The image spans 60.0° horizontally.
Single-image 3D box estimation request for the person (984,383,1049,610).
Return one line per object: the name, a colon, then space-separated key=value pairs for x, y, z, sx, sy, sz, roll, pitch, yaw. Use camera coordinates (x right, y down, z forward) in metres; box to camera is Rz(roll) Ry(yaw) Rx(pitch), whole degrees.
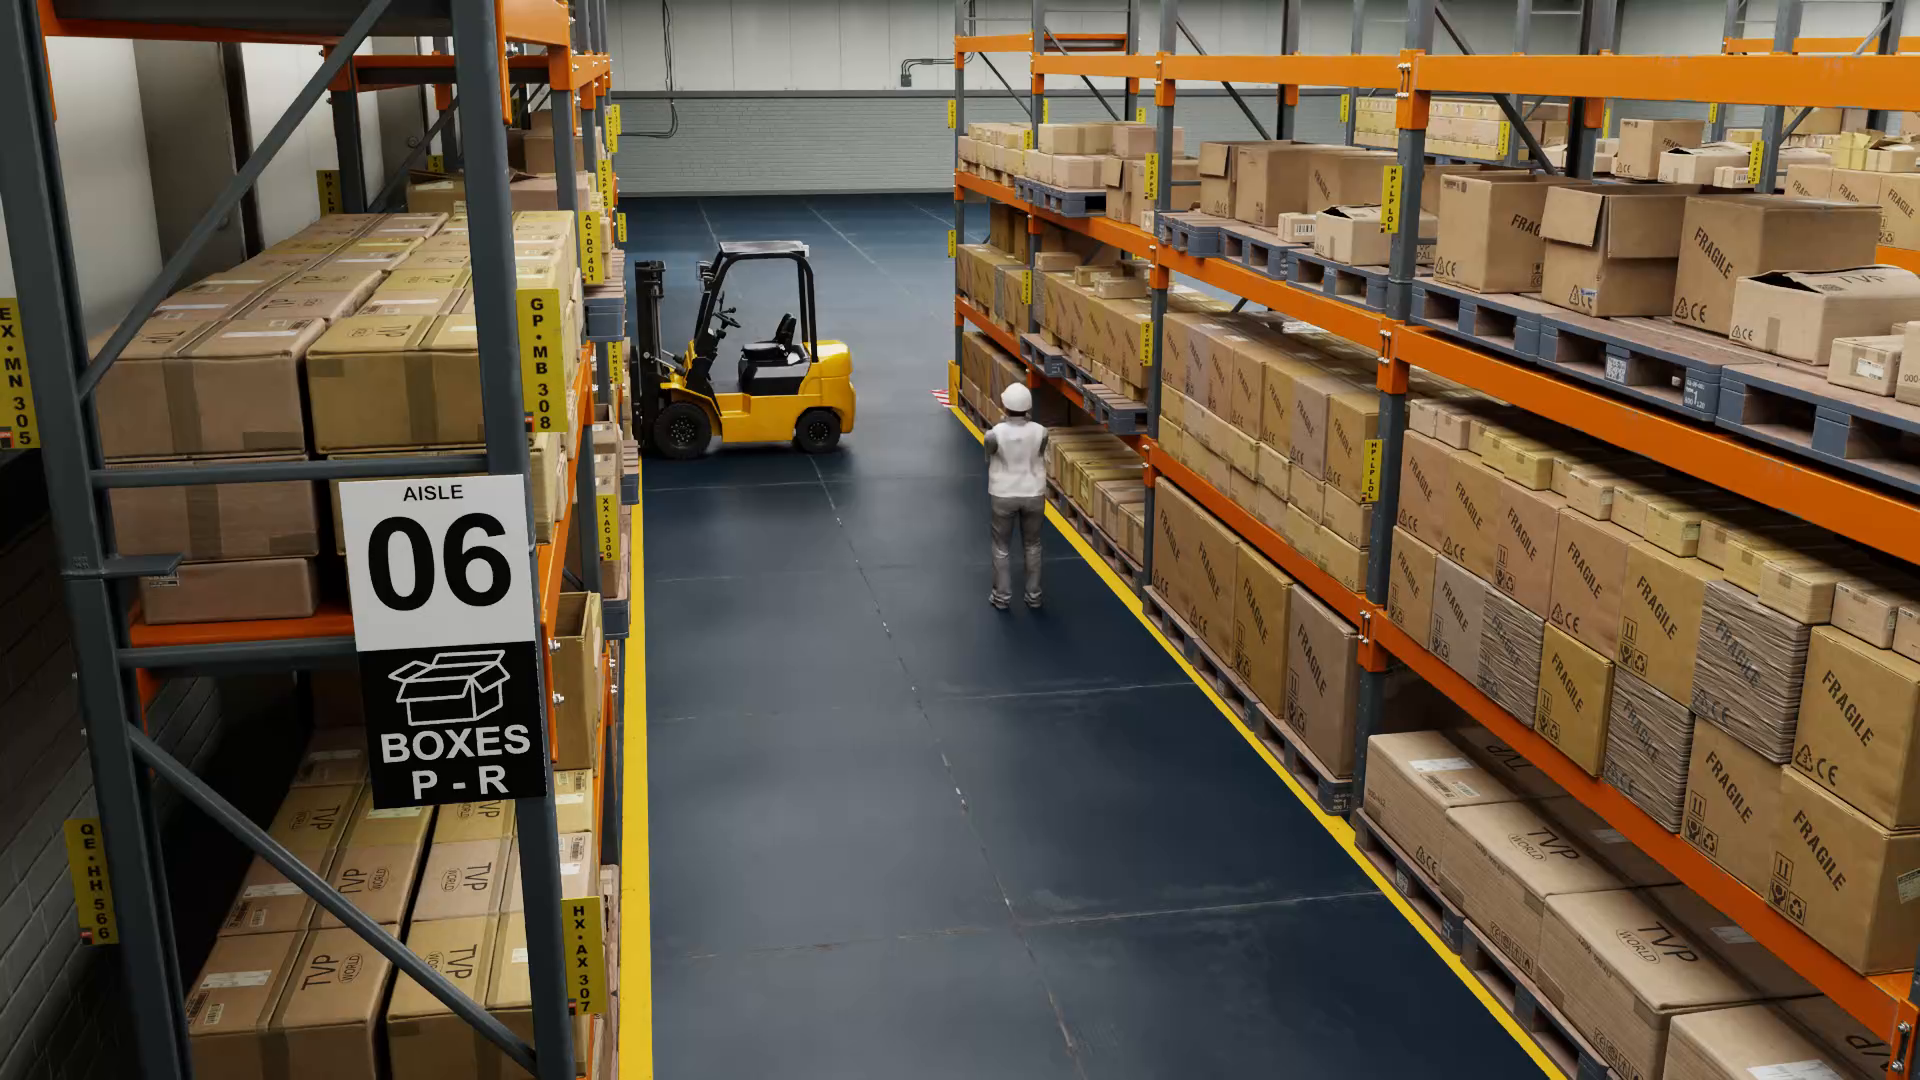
person: x=0.408 y=-0.361 z=12.745 sx=0.494 sy=1.762 sz=0.555 roll=-2 pitch=16 yaw=-8
